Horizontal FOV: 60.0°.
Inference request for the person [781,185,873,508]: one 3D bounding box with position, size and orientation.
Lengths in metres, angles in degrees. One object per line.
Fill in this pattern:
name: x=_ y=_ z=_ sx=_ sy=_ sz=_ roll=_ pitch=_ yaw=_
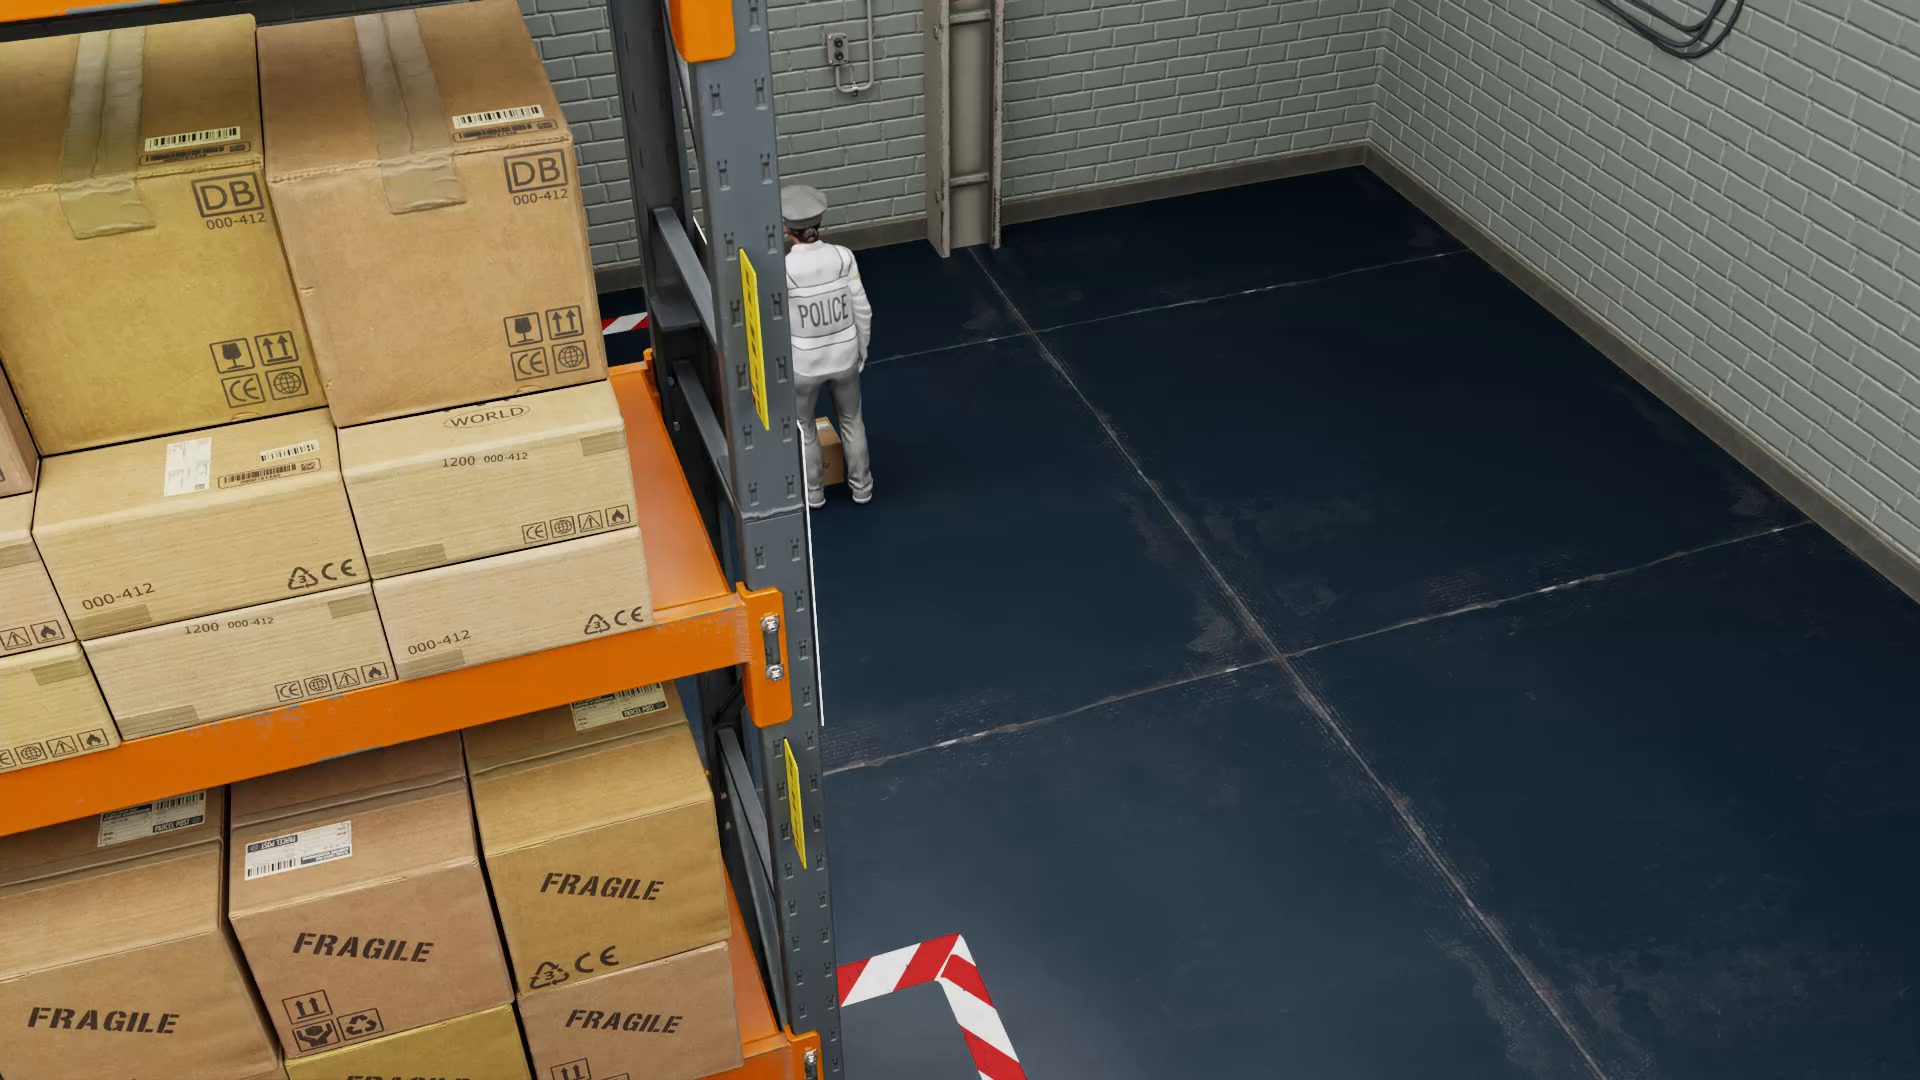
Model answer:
person: x=-0.679 y=-0.867 z=7.891 sx=0.546 sy=1.664 sz=0.414 roll=-15 pitch=40 yaw=-18
